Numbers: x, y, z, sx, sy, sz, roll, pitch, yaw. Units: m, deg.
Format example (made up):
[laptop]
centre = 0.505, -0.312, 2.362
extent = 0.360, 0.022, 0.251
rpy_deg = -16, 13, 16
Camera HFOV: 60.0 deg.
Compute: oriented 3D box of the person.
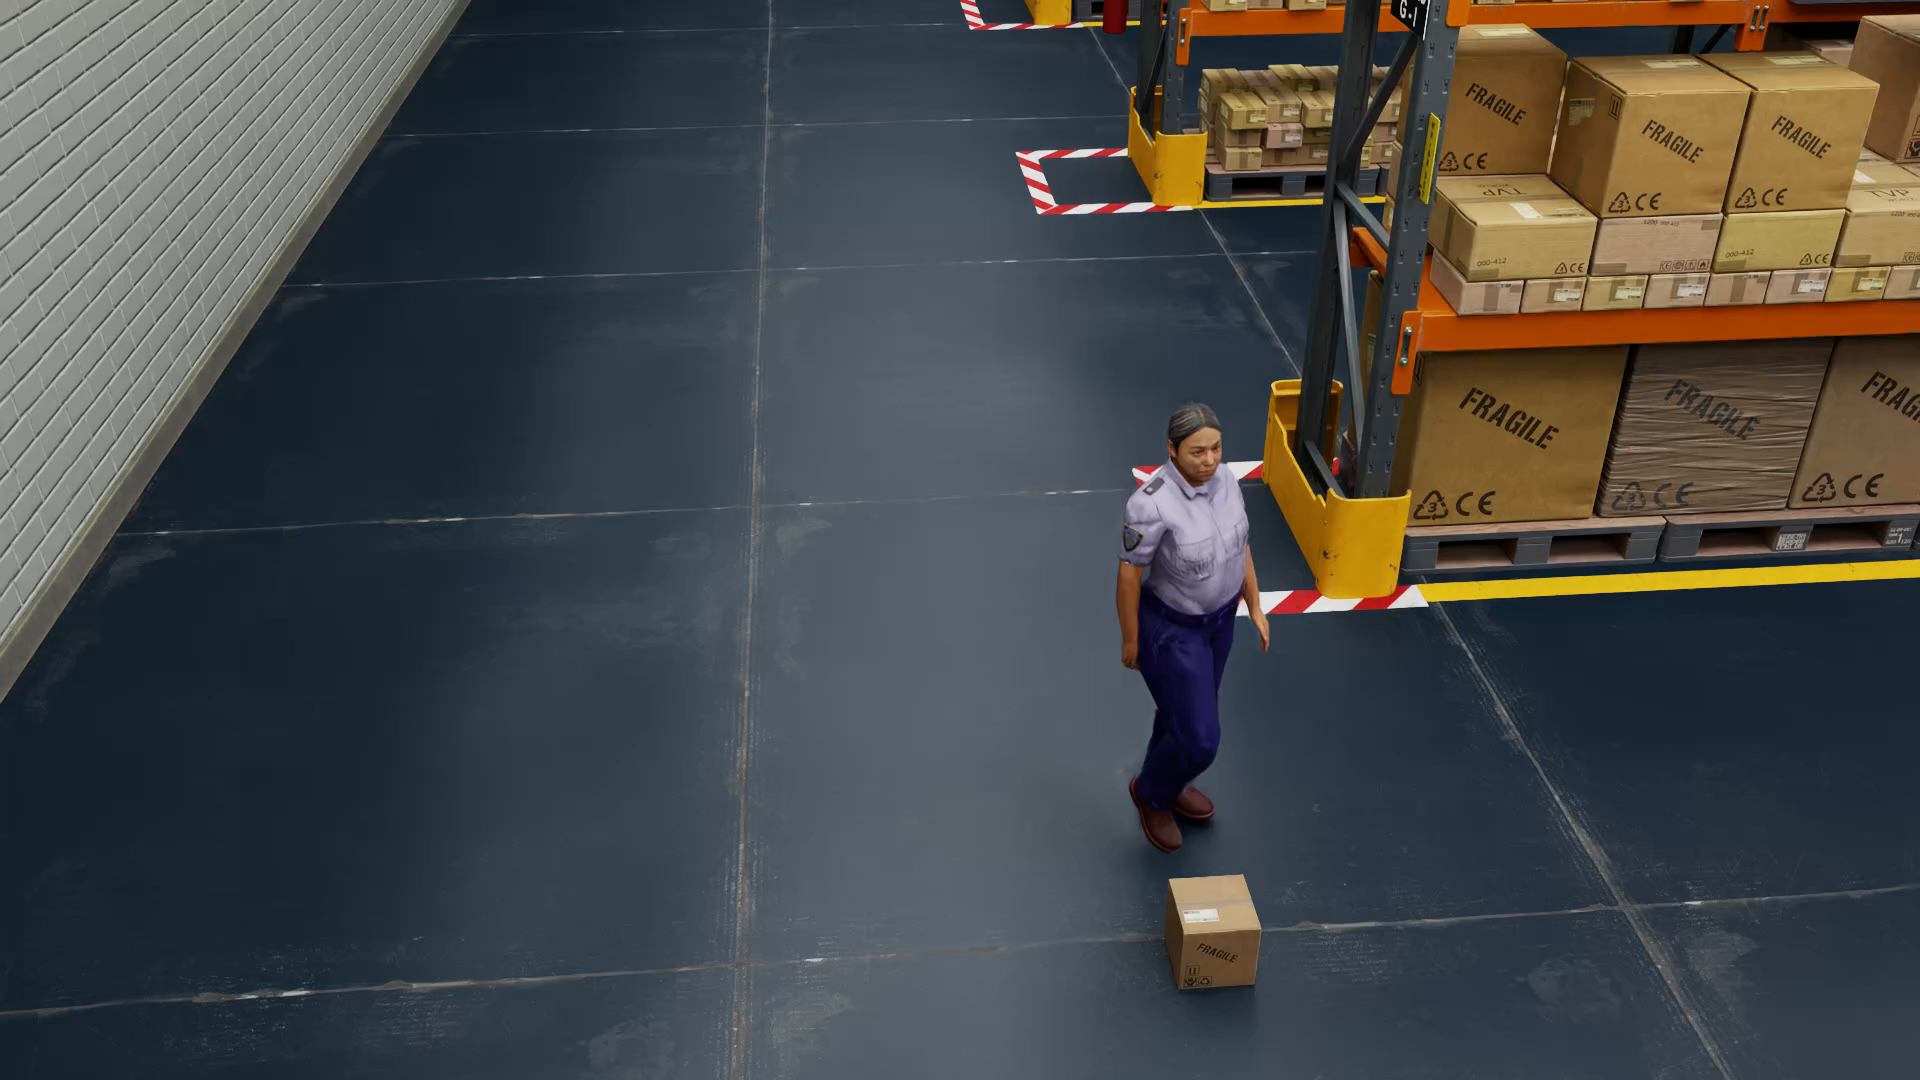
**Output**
[person]
centre = 0.802, 0.317, 5.616
extent = 0.450, 1.673, 0.492
rpy_deg = 26, 40, 36
